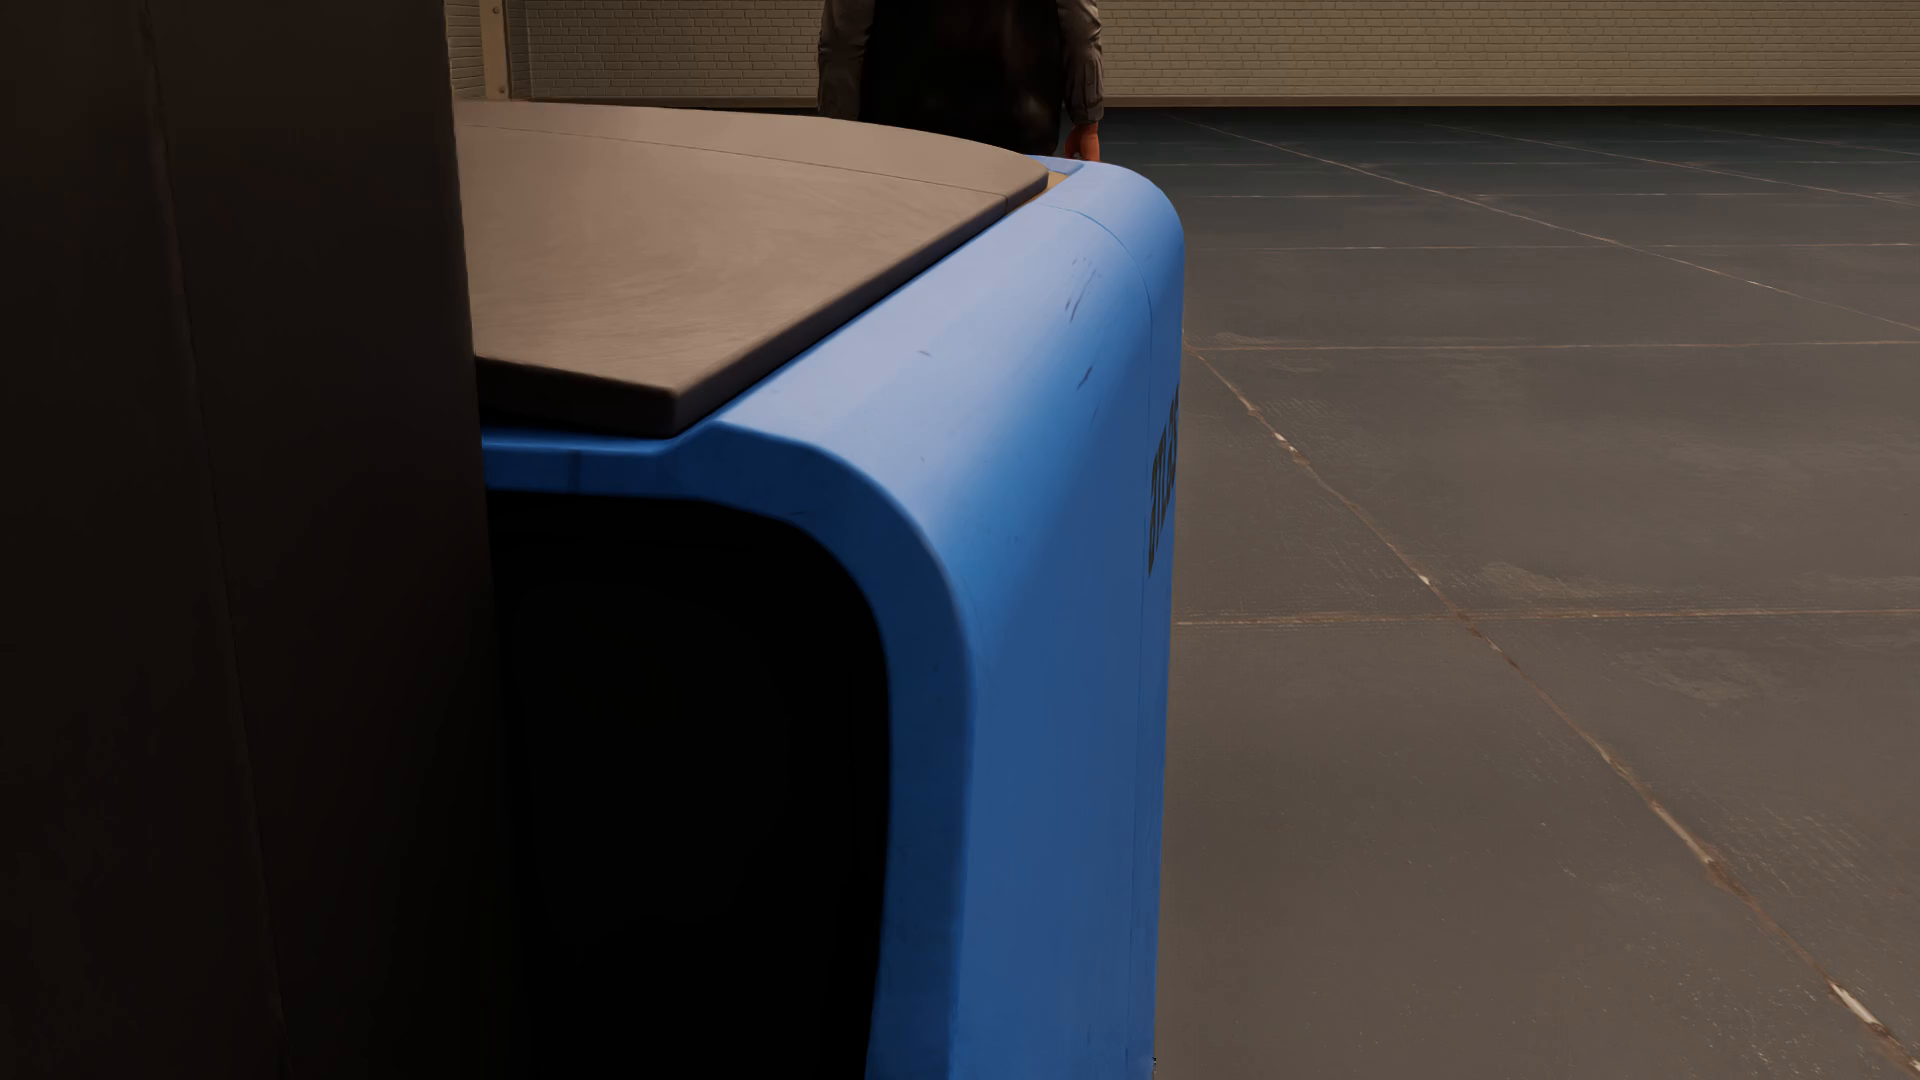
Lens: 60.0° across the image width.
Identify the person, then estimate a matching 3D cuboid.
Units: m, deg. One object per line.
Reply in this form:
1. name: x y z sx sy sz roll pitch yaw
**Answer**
1. person: 0.004 -0.849 3.725 0.633 1.722 0.566 -1 17 -3
